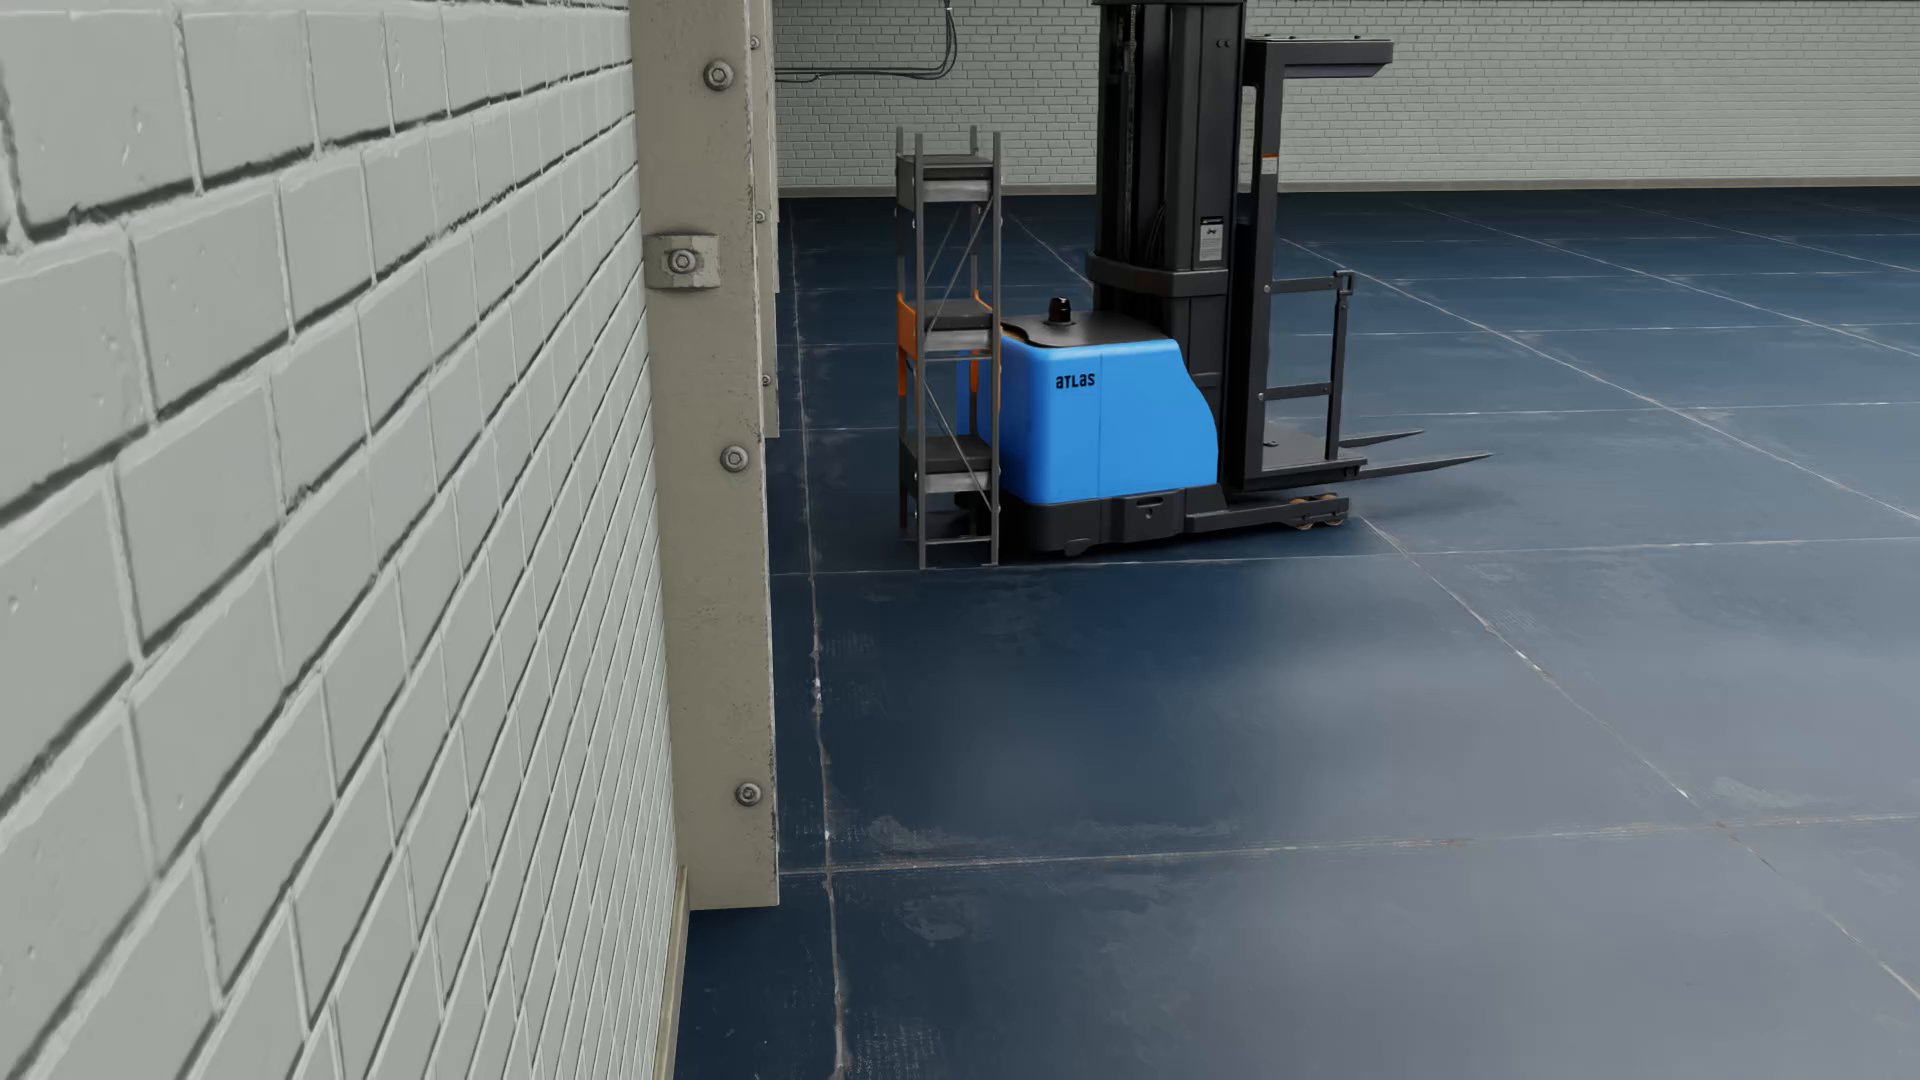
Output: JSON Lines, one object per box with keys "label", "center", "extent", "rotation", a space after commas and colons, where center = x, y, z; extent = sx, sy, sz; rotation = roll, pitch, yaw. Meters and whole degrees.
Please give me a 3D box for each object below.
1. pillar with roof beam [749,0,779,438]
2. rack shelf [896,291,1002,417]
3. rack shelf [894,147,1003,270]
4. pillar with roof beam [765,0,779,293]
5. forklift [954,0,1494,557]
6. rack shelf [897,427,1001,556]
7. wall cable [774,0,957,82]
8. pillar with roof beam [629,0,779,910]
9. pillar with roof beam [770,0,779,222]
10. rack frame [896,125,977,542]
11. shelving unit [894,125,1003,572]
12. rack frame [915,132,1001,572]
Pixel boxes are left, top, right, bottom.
{"label": "pillar with roof beam", "center": [2.934, -5.147, 10.047], "extent": [9.100, 9.000, 0.400], "rotation": [-2, 18, -6]}
{"label": "rack shelf", "center": [-0.060, -0.920, 8.147], "extent": [0.431, 0.518, 0.480], "rotation": [-4, 18, -12]}
{"label": "rack shelf", "center": [-0.060, -1.588, 7.938], "extent": [0.431, 0.518, 0.480], "rotation": [-4, 18, -12]}
{"label": "pillar with roof beam", "center": [2.315, -6.934, 15.741], "extent": [9.100, 9.000, 0.400], "rotation": [-2, 18, -6]}
{"label": "forklift", "center": [1.532, -1.587, 8.838], "extent": [3.031, 2.935, 1.130], "rotation": [-7, 19, -23]}
{"label": "rack shelf", "center": [-0.060, -0.252, 8.357], "extent": [0.431, 0.518, 0.480], "rotation": [-4, 18, -12]}
{"label": "wall cable", "center": [-1.575, -8.026, 24.402], "extent": [3.097, 2.526, 0.112], "rotation": [-2, 18, -6]}
{"label": "pillar with roof beam", "center": [3.552, -3.359, 4.353], "extent": [9.100, 9.000, 0.400], "rotation": [-2, 18, -6]}
{"label": "pillar with roof beam", "center": [1.696, -8.722, 21.435], "extent": [9.100, 9.000, 0.400], "rotation": [-2, 18, -6]}
{"label": "rack frame", "center": [-0.112, -1.004, 8.371], "extent": [0.400, 2.100, 0.015], "rotation": [-4, 18, -12]}
{"label": "shelving unit", "center": [-0.060, -0.933, 8.143], "extent": [0.431, 2.100, 0.503], "rotation": [-4, 18, -12]}
{"label": "rack frame", "center": [-0.008, -0.862, 7.916], "extent": [0.400, 2.100, 0.015], "rotation": [-4, 18, -12]}
